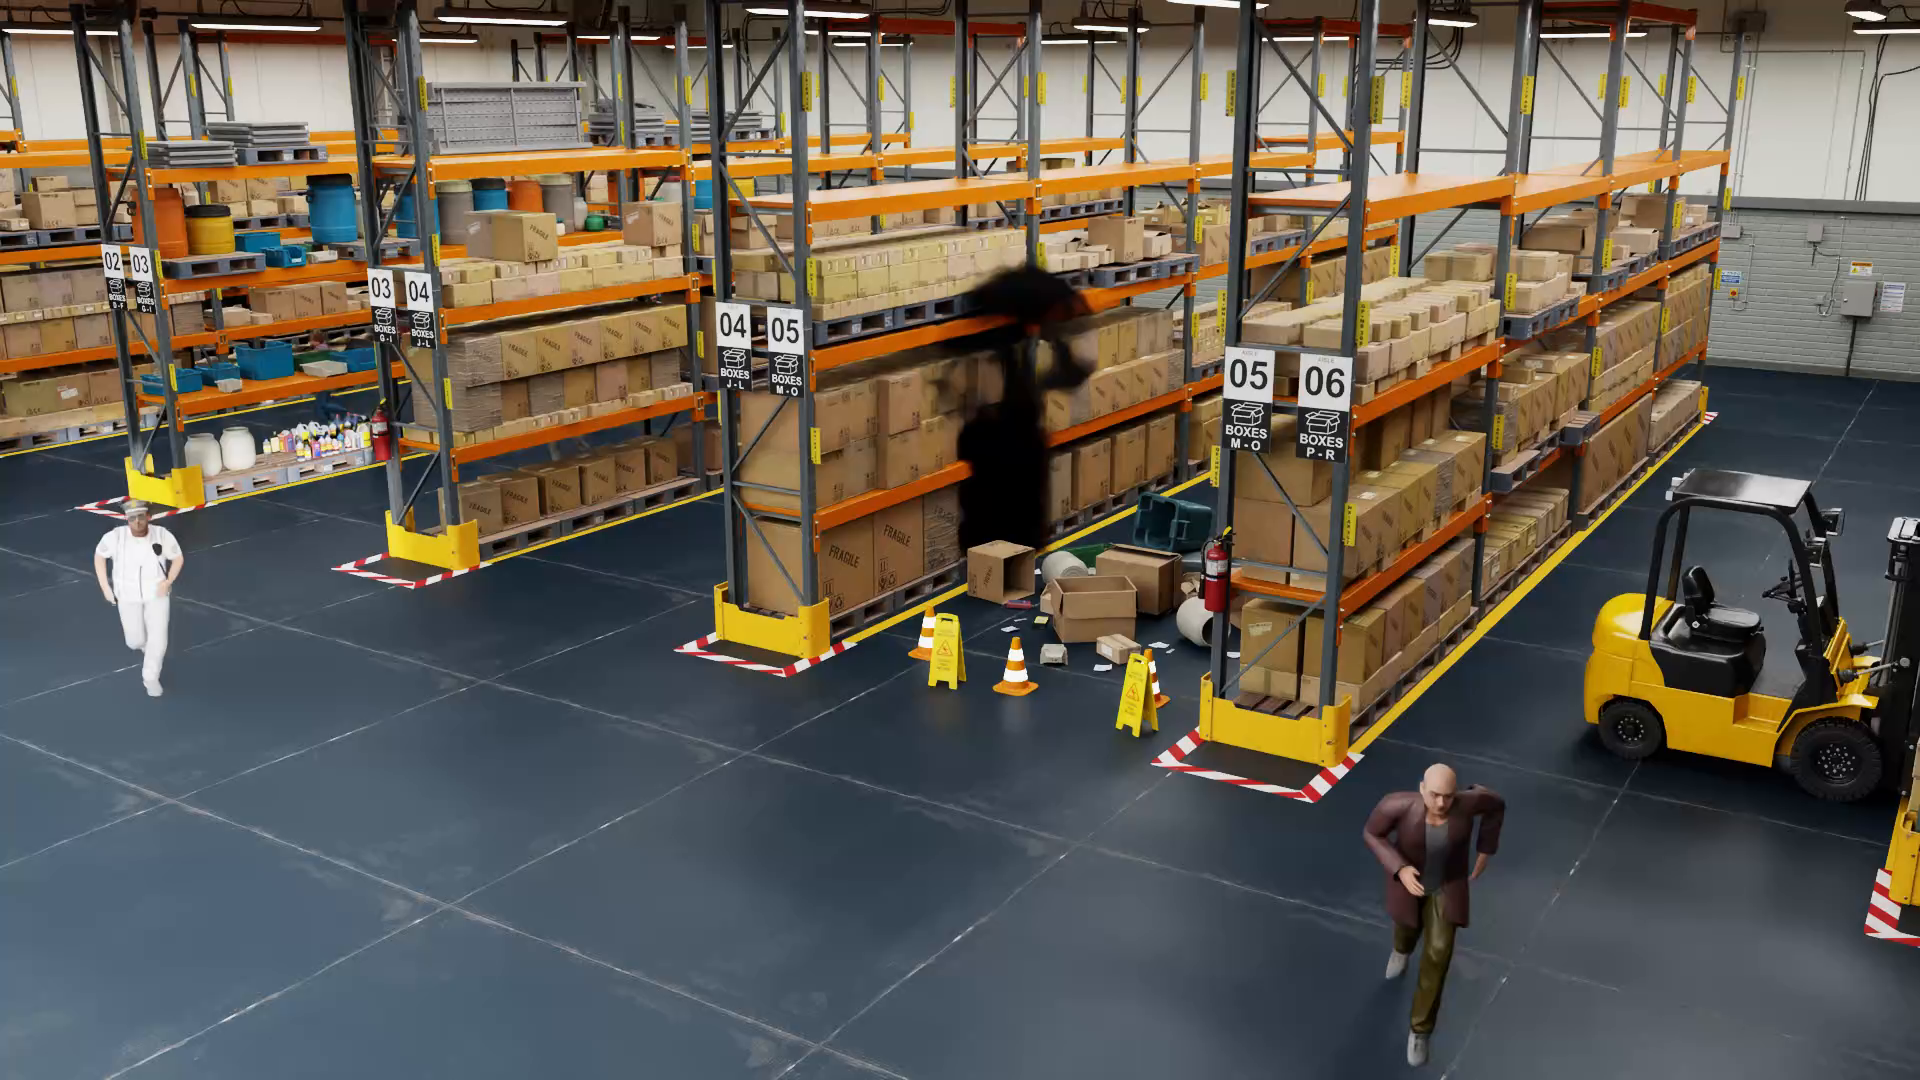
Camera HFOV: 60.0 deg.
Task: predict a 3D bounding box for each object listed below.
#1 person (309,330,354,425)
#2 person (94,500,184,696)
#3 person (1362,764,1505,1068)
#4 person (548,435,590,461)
[{"bbox_3d":[-9.348,-2.348,24.660,0.590,1.569,0.497,-9,18,-30],"label":"person"},{"bbox_3d":[-7.098,0.453,14.463,0.693,1.747,0.723,-7,17,-24],"label":"person"},{"bbox_3d":[2.589,1.915,9.267,0.755,1.742,1.072,2,16,8],"label":"person"},{"bbox_3d":[-5.168,-1.581,21.842,0.542,1.735,0.830,6,17,22],"label":"person"}]
